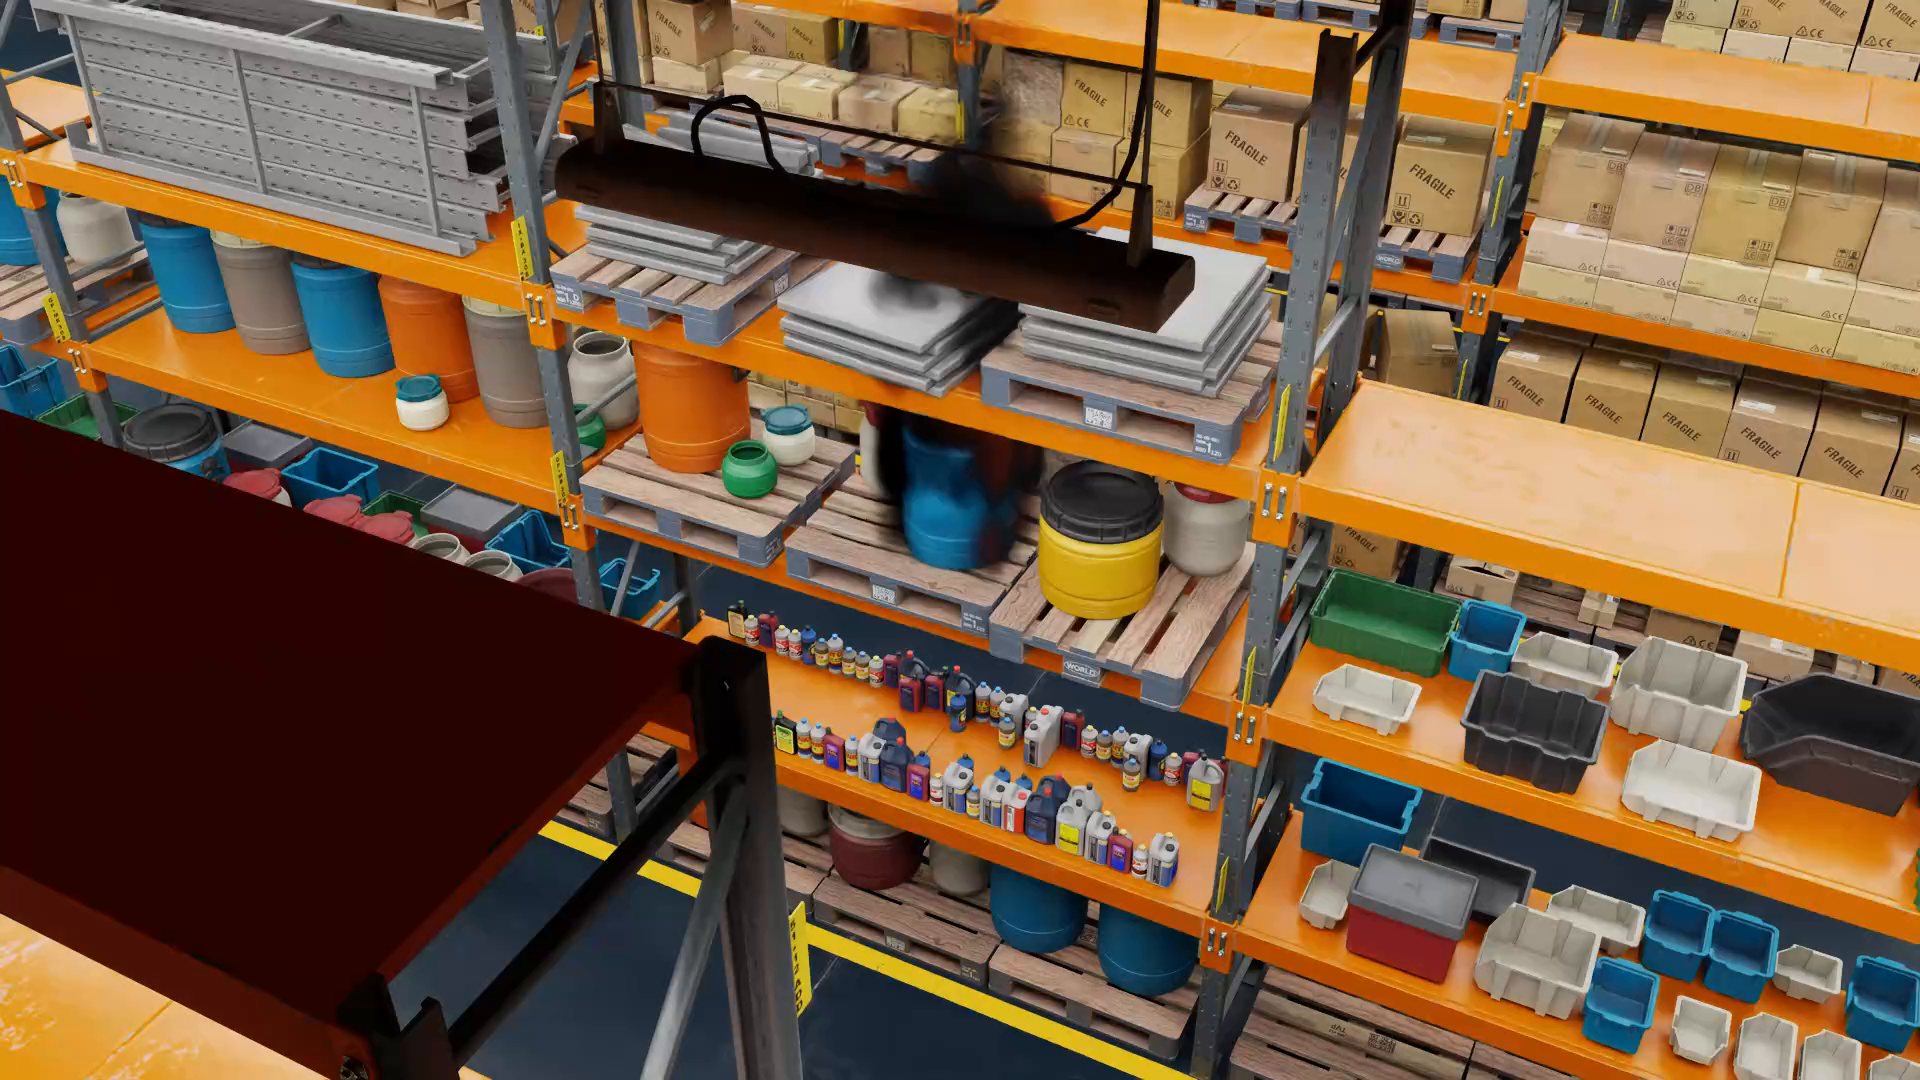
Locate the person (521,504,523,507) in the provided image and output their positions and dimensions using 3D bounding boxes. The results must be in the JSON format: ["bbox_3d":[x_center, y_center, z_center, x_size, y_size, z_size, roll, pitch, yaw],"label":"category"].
[{"bbox_3d":[-3.837,-0.989,13.781,0.585,1.726,0.708,8,36,11],"label":"person"}]
